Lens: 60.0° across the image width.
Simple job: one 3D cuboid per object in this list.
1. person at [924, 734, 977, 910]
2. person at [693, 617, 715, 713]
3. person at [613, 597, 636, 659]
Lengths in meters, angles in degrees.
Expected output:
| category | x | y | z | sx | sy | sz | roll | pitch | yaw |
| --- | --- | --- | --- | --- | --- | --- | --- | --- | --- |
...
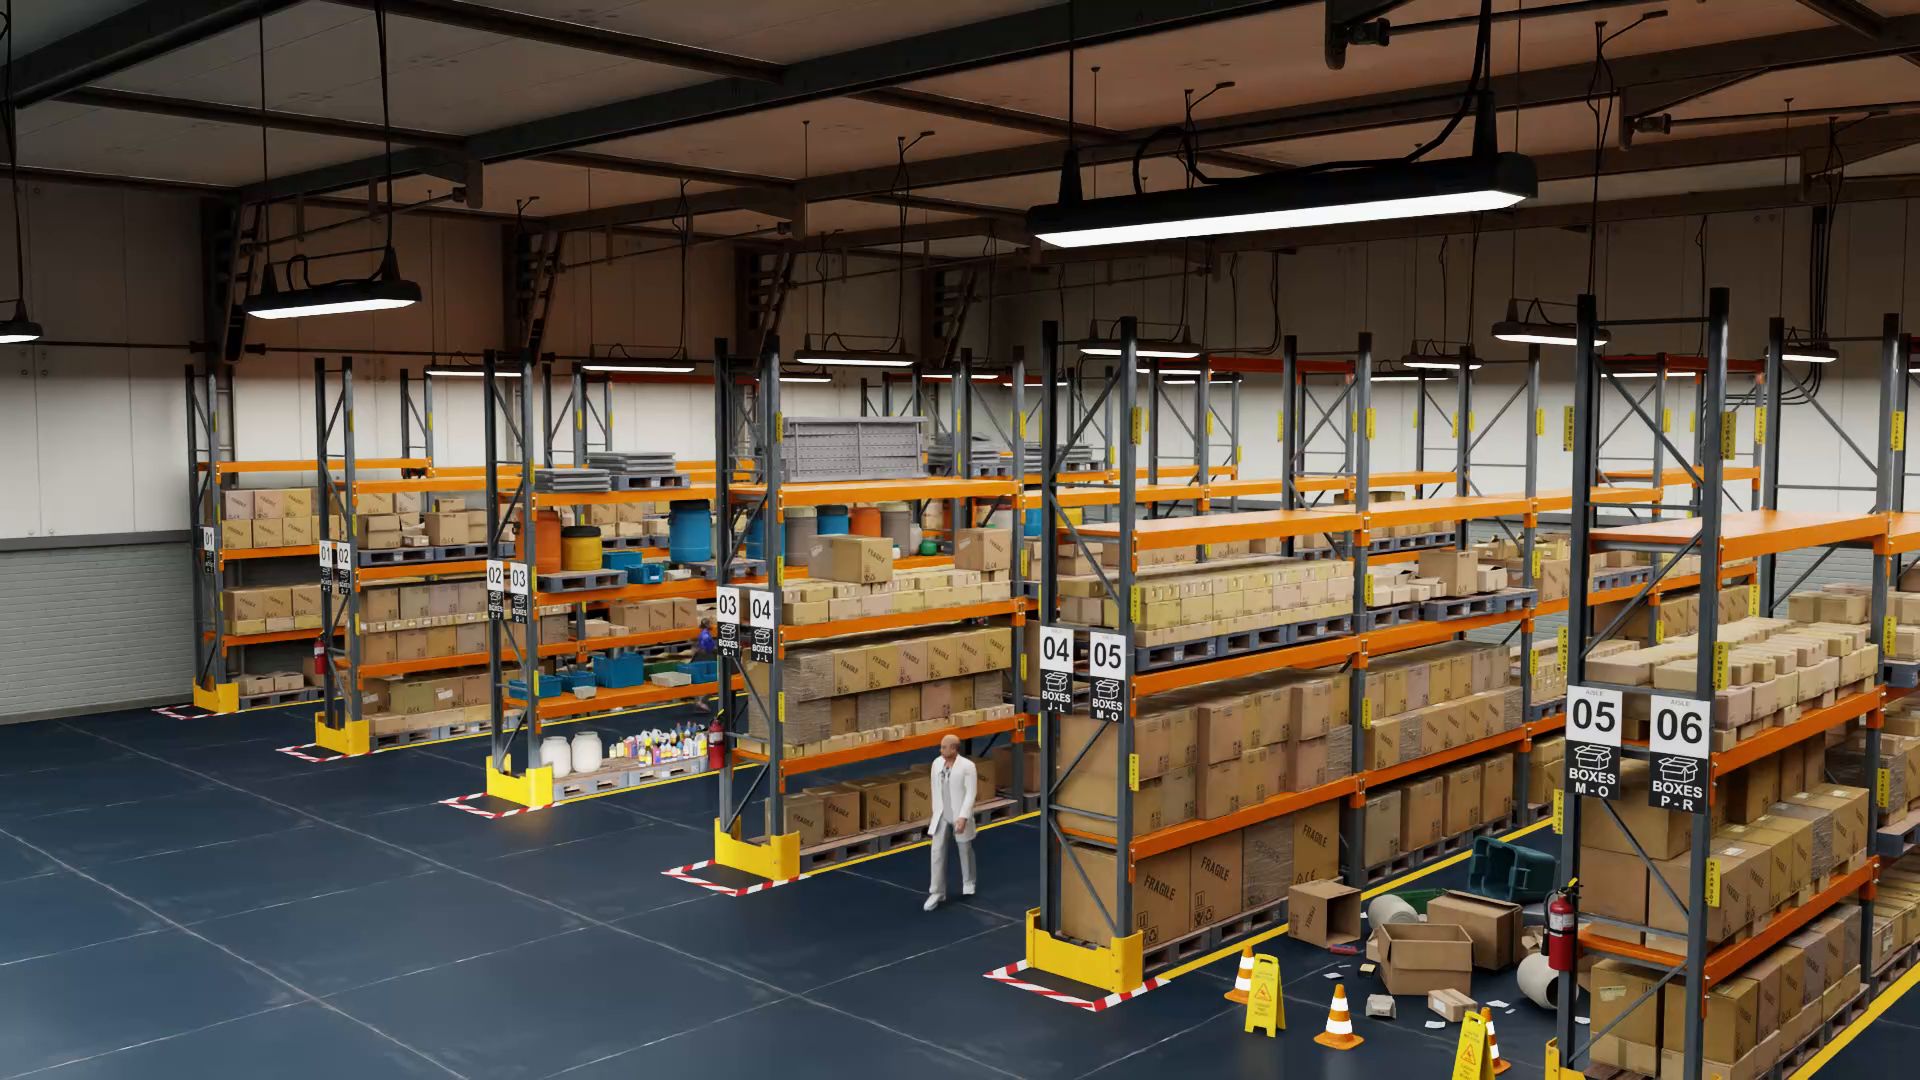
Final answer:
| category | x | y | z | sx | sy | sz | roll | pitch | yaw |
| --- | --- | --- | --- | --- | --- | --- | --- | --- | --- |
| person | -0.098 | 2.931 | 17.549 | 0.603 | 1.763 | 0.949 | 2 | 5 | 25 |
| person | -4.375 | 2.148 | 28.555 | 0.446 | 1.643 | 0.500 | -3 | 5 | -31 |
| person | -6.377 | 1.862 | 31.929 | 0.635 | 1.745 | 0.620 | 3 | 5 | 31 |
